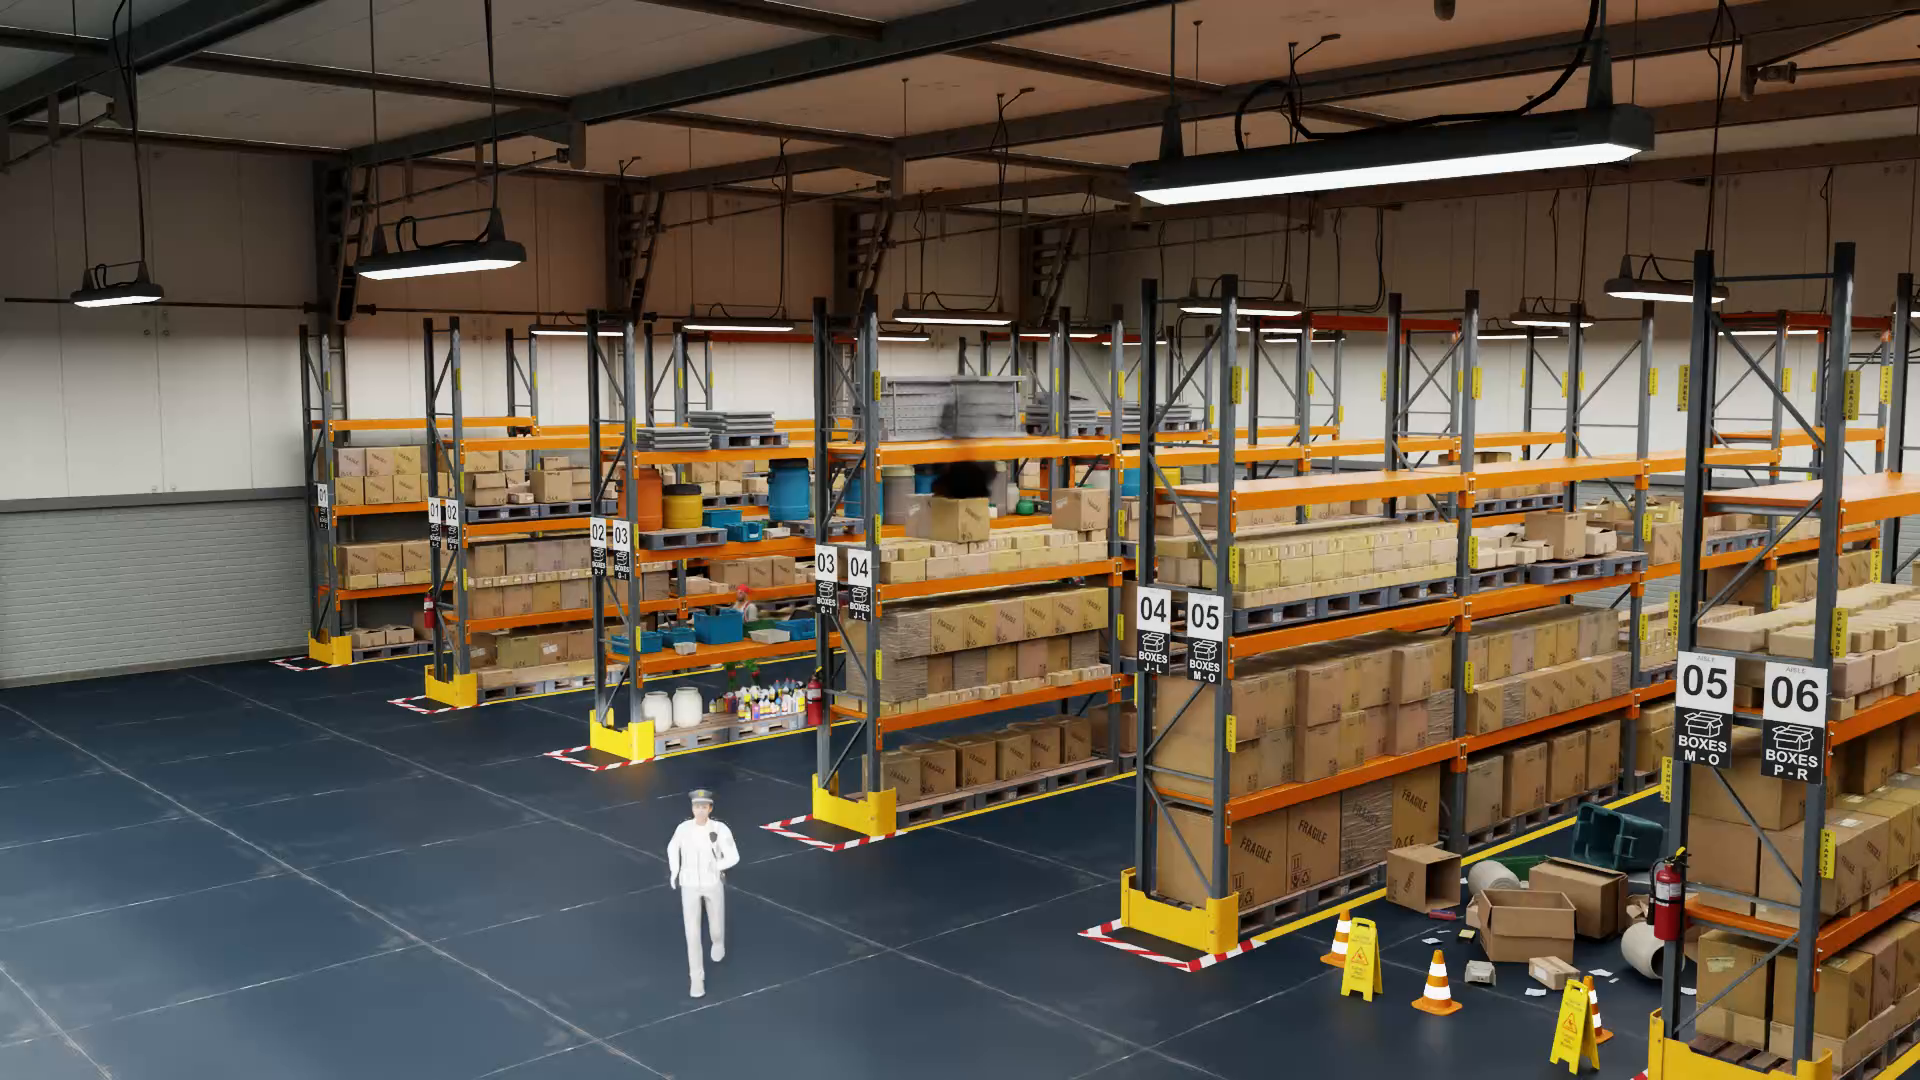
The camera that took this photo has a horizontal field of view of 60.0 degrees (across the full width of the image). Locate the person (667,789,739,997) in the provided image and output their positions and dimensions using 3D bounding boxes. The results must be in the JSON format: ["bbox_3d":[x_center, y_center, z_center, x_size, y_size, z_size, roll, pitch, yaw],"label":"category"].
[{"bbox_3d":[-2.172,2.913,14.028,0.625,1.668,0.829,0,6,-2],"label":"person"}]

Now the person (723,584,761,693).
[{"bbox_3d":[-3.472,1.609,26.409,0.642,1.838,0.763,3,7,30],"label":"person"}]
